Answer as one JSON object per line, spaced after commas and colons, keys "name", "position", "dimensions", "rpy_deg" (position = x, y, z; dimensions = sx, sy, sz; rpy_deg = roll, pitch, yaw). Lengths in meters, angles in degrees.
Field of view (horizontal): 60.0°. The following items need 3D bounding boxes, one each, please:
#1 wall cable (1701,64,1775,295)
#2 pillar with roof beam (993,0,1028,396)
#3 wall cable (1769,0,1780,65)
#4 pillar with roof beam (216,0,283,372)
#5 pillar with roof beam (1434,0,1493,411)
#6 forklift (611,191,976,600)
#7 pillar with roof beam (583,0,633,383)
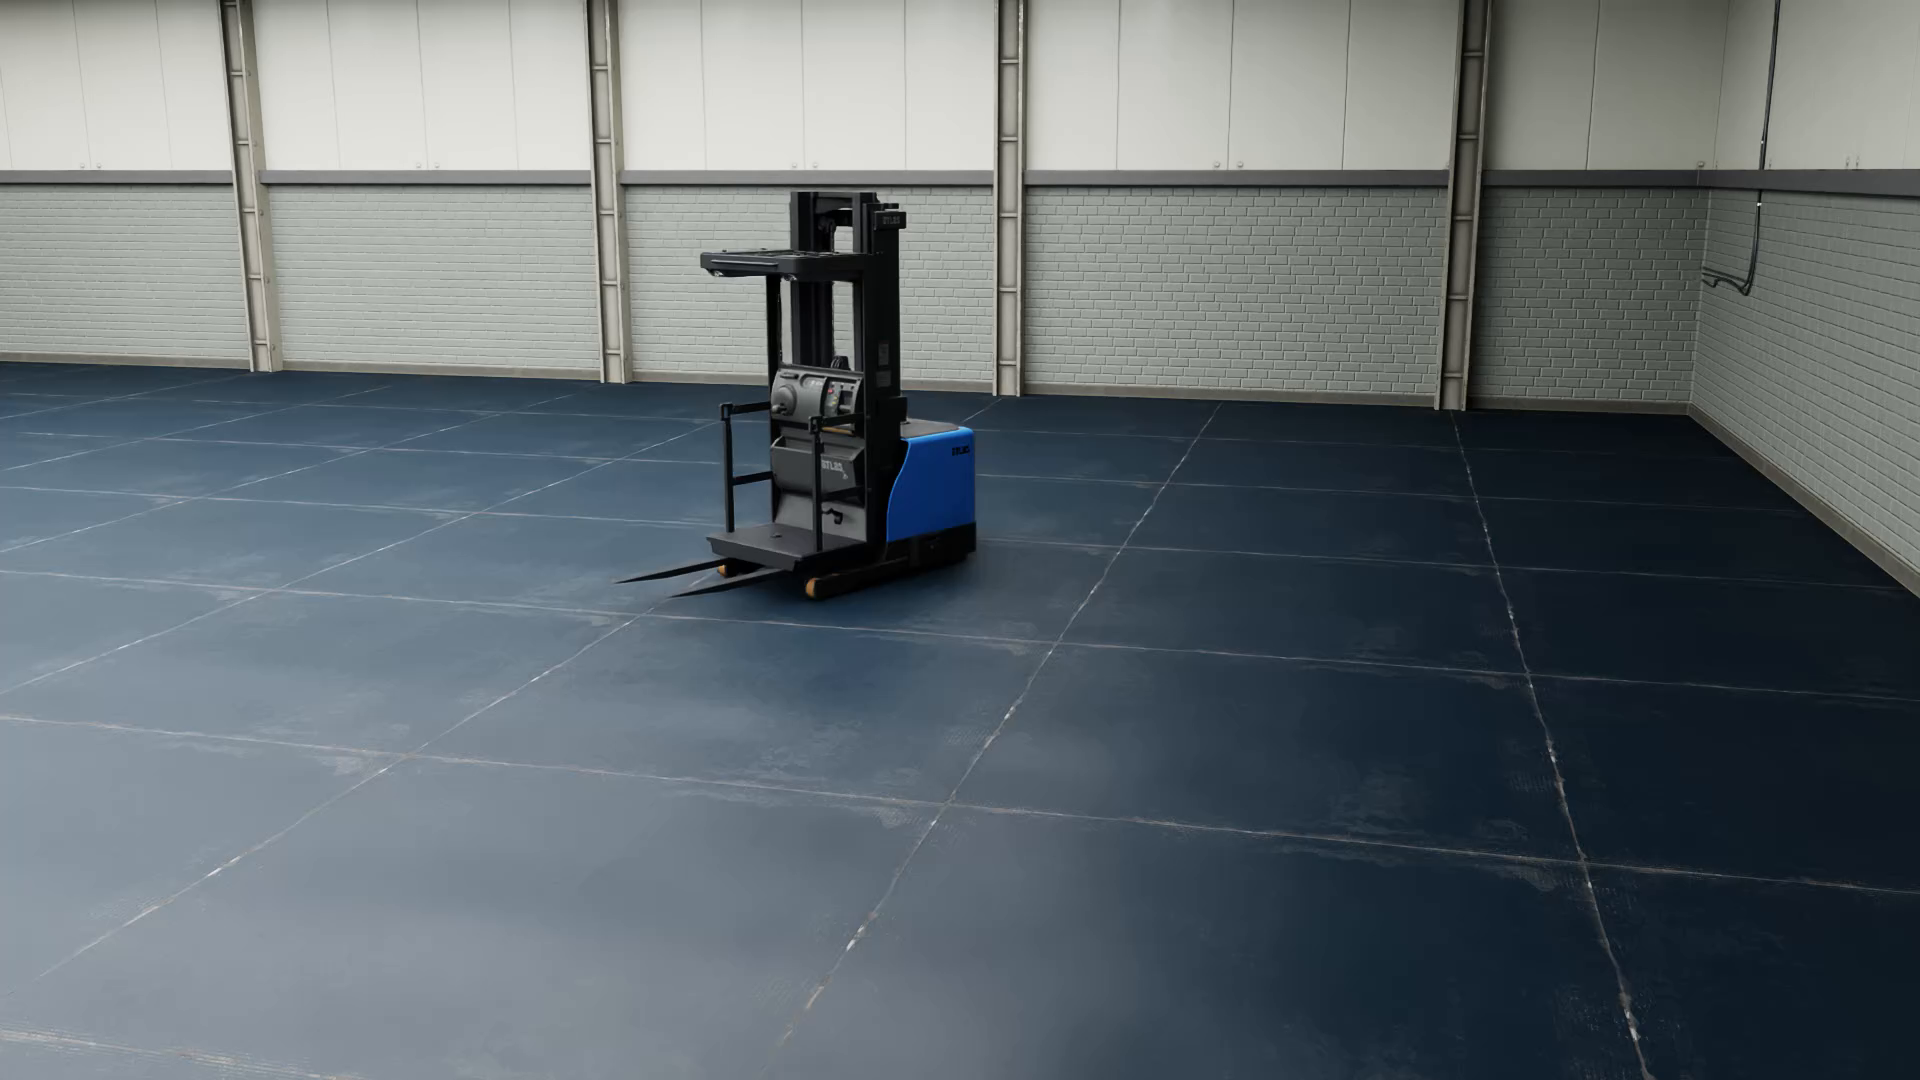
{"name": "wall cable", "position": [9.057, -4.194, 19.529], "dimensions": [0.112, 2.526, 3.097], "rpy_deg": [3, 13, 14]}
{"name": "pillar with roof beam", "position": [-0.343, -5.547, 18.458], "dimensions": [0.400, 9.000, 9.100], "rpy_deg": [3, 13, 14]}
{"name": "wall cable", "position": [8.409, -6.090, 16.418], "dimensions": [0.112, 2.526, 3.097], "rpy_deg": [3, 13, 14]}
{"name": "pillar with roof beam", "position": [-11.994, -6.169, 21.265], "dimensions": [0.400, 9.000, 9.100], "rpy_deg": [3, 13, 14]}
{"name": "pillar with roof beam", "position": [5.482, -5.235, 17.055], "dimensions": [0.400, 9.000, 9.100], "rpy_deg": [3, 13, 14]}
{"name": "forklift", "position": [-1.234, -1.114, 12.488], "dimensions": [1.130, 2.935, 3.031], "rpy_deg": [11, 17, 41]}
{"name": "pillar with roof beam", "position": [-6.168, -5.858, 19.862], "dimensions": [0.400, 9.000, 9.100], "rpy_deg": [3, 13, 14]}
